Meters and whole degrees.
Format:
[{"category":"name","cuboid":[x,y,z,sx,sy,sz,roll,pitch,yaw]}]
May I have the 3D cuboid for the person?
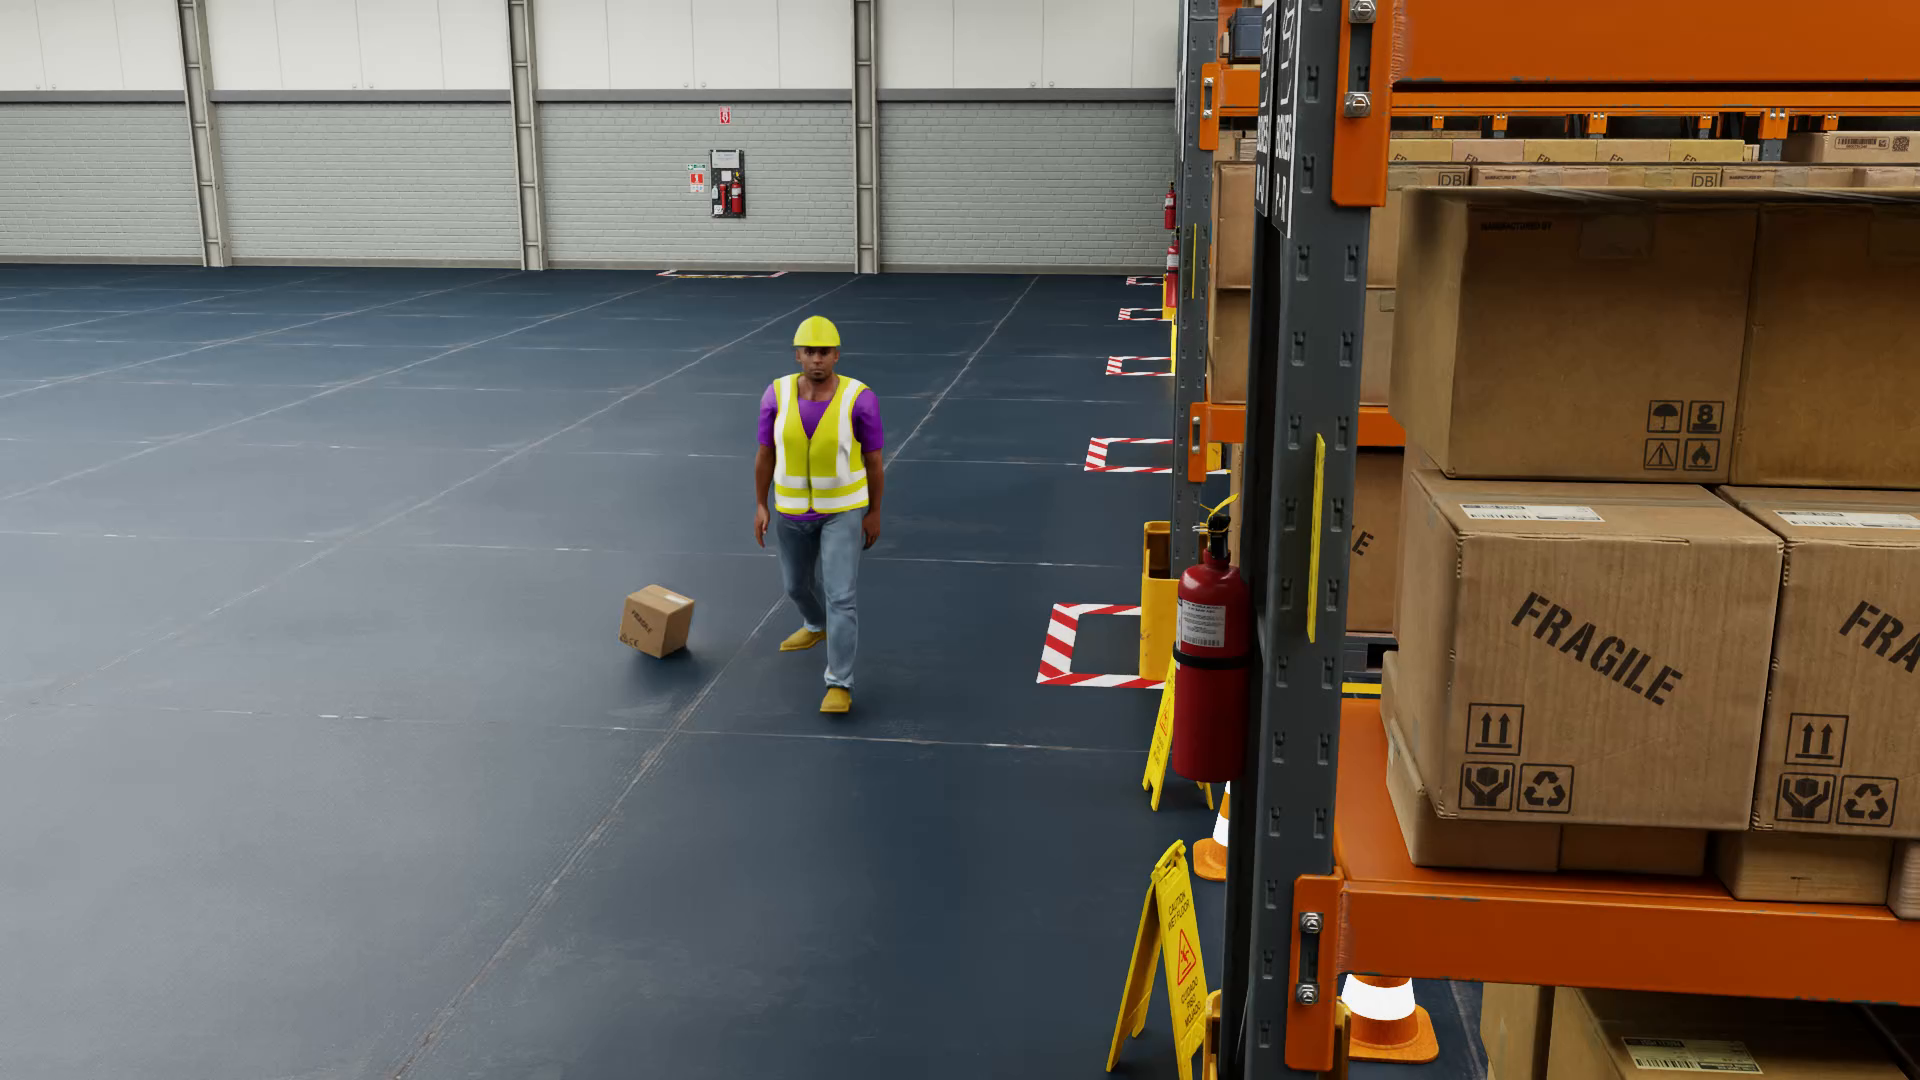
[{"category":"person","cuboid":[-0.637,-0.152,7.555,0.603,1.753,0.920,3,15,13]}]
